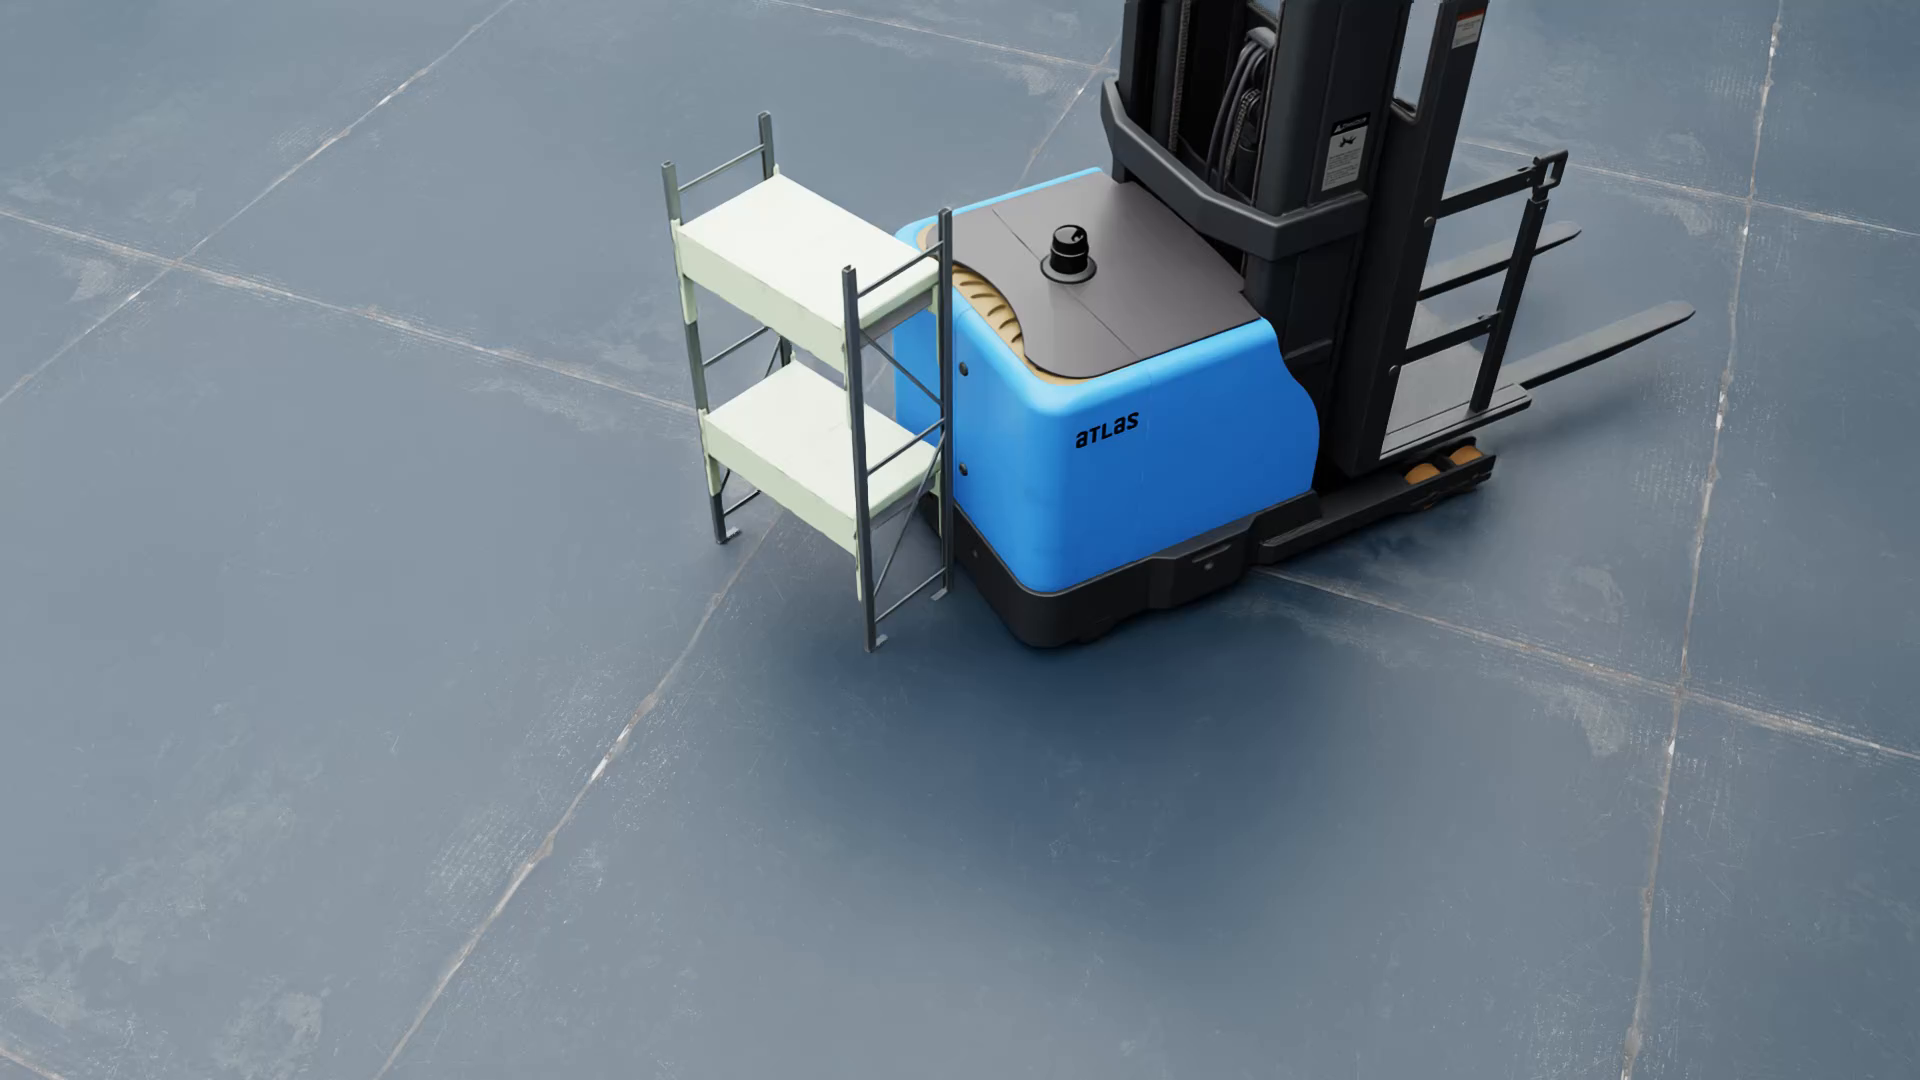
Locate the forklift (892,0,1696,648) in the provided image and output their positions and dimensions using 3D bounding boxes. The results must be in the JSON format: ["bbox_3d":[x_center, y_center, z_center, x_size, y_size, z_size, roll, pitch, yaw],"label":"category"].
[{"bbox_3d":[1.308,-1.452,5.131,3.031,2.935,1.130,-21,49,-20],"label":"forklift"}]

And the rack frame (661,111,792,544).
[{"bbox_3d":[-0.700,-0.625,5.314,0.023,1.500,0.400,33,54,29],"label":"rack frame"}]

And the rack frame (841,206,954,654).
[{"bbox_3d":[-0.166,-0.272,4.960,0.023,1.500,0.400,33,54,29],"label":"rack frame"}]

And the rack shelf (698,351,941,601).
[{"bbox_3d":[-0.433,-0.217,5.367,0.720,0.370,0.431,33,54,29],"label":"rack shelf"}]

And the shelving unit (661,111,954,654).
[{"bbox_3d":[-0.433,-0.448,5.137,0.755,1.500,0.431,33,54,29],"label":"shelving unit"}]

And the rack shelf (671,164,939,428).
[{"bbox_3d":[-0.433,-0.725,4.862,0.720,0.370,0.431,33,54,29],"label":"rack shelf"}]
